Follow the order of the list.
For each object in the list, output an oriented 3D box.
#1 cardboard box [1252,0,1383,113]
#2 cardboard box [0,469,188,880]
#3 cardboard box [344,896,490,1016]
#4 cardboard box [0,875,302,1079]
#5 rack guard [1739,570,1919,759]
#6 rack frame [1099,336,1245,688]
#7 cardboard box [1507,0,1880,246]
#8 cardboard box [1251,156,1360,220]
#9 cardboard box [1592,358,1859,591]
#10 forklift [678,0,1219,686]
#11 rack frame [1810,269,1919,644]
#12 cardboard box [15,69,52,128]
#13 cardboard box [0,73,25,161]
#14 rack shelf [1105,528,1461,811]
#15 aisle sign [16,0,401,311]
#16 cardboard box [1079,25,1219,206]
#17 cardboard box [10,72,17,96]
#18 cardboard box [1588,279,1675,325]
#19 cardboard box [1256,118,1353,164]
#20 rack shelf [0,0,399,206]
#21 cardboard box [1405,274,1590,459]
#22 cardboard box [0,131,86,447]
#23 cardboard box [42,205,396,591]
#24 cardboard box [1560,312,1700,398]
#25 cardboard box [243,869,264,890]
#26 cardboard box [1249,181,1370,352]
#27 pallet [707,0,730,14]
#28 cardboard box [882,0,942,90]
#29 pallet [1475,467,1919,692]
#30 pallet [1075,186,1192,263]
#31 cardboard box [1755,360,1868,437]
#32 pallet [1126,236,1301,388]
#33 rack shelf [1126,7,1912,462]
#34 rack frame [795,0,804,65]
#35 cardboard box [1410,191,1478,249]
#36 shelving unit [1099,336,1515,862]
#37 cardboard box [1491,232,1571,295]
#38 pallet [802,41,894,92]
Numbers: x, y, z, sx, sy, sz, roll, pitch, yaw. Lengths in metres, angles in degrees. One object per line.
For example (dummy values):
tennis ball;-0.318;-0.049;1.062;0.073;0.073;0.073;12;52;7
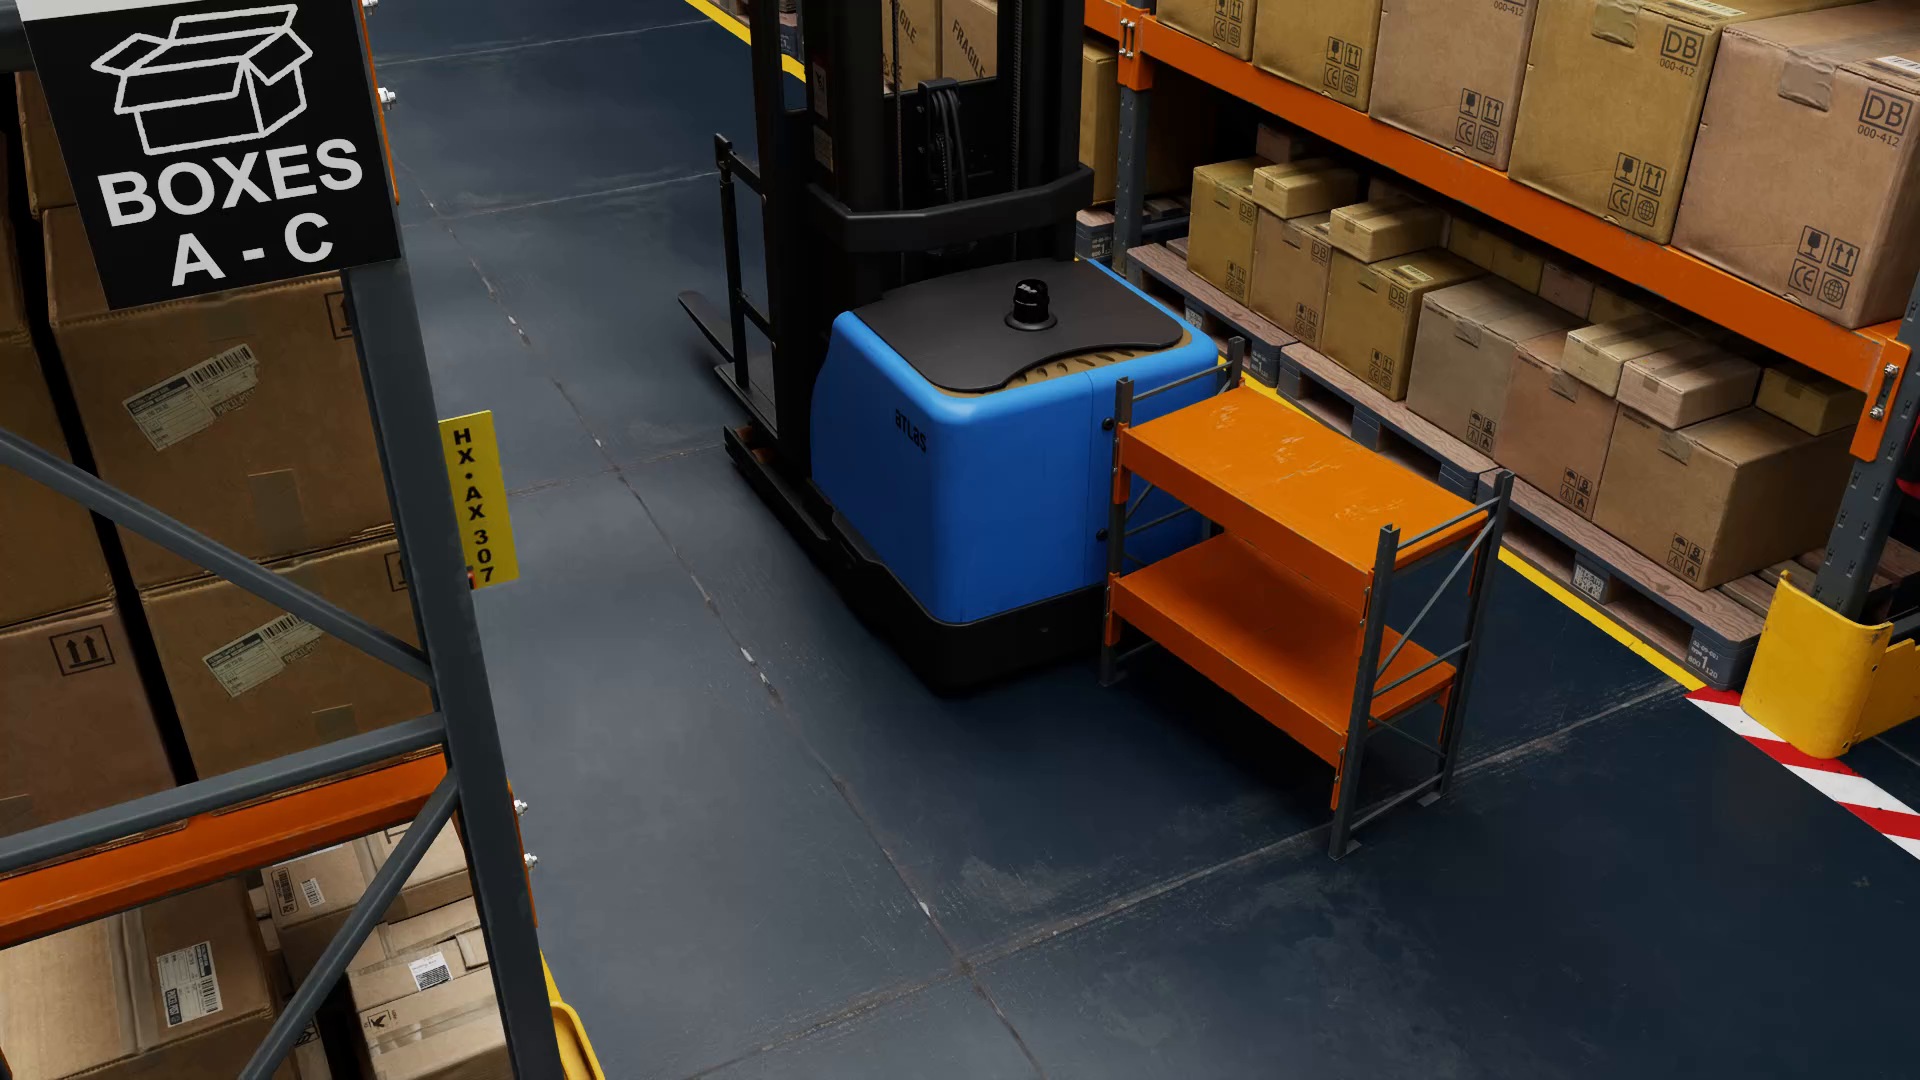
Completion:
cardboard box;1.806;-2.230;6.671;0.980;0.700;0.700;-17;36;-24
cardboard box;-1.734;0.253;2.981;0.500;0.500;0.500;-15;35;-22
cardboard box;-1.292;1.043;4.060;0.380;0.166;0.250;-16;36;-23
cardboard box;-1.755;1.110;3.646;0.500;0.500;0.500;-16;36;-23
rack guard;3.108;0.257;5.386;1.175;0.500;0.348;-16;36;-23
rack frame;0.670;-0.072;5.320;0.500;1.125;0.032;-22;39;-30
cardboard box;2.501;-1.519;5.562;0.980;0.700;0.700;-16;36;-23
cardboard box;1.488;-1.521;7.171;0.380;0.149;0.250;-15;35;-22
cardboard box;2.682;-0.240;5.772;0.700;0.500;0.500;-16;36;-23
forklift;-0.292;-1.535;5.929;1.130;2.935;3.031;-16;36;-23
rack frame;3.097;-0.807;4.729;1.000;3.000;0.127;-16;36;-23
cardboard box;-1.737;-0.788;3.680;0.500;0.500;0.500;-15;36;-22
cardboard box;-2.456;-0.898;3.851;0.500;0.500;0.500;-15;35;-22
rack shelf;0.973;0.354;5.108;0.538;0.278;1.000;-22;39;-30
aisle sign;-0.992;-0.695;2.145;0.394;0.787;0.004;-16;36;-23
cardboard box;0.813;-2.265;8.608;0.750;0.750;0.750;-15;36;-23
cardboard box;-2.937;-1.390;4.619;0.500;0.500;0.500;-17;36;-25
cardboard box;2.564;-0.865;6.146;0.380;0.149;0.250;-16;36;-23
cardboard box;1.598;-1.850;7.683;0.380;0.149;0.250;-16;36;-23
rack shelf;-2.217;-1.474;3.656;1.077;0.370;4.000;-16;36;-23
cardboard box;2.213;-0.719;6.519;0.700;0.500;0.500;-17;36;-25
cardboard box;-1.971;-0.407;3.084;0.500;0.500;0.500;-15;36;-22
cardboard box;-1.258;-0.301;2.919;0.500;0.500;0.500;-15;35;-22
cardboard box;2.341;-0.651;5.812;0.380;0.149;0.250;-15;36;-22
cardboard box;-2.172;0.755;4.432;0.500;0.250;0.500;-16;36;-23
cardboard box;1.721;-1.217;7.297;0.700;0.500;0.500;-16;36;-24
pallet;-1.561;-4.406;12.931;1.003;0.211;1.213;-16;36;-23
cardboard box;-0.004;-3.093;9.901;0.750;0.750;0.750;-16;36;-23
pallet;2.655;0.005;6.046;1.003;0.211;1.213;-16;36;-23
pallet;0.805;-1.891;9.006;1.003;0.211;1.213;-16;36;-23
cardboard box;2.917;-0.504;5.583;0.380;0.149;0.250;-16;36;-23
pallet;1.517;-1.159;7.864;1.003;0.211;1.213;-16;36;-23
rack shelf;2.164;-1.459;6.413;1.077;0.370;4.000;-16;36;-23
rack frame;-0.633;-4.625;10.688;1.000;3.000;0.127;-16;36;-23
cardboard box;2.085;-1.353;6.907;0.380;0.149;0.250;-15;36;-23
shelving unit;0.973;0.148;4.976;0.538;1.125;1.048;-22;39;-30
cardboard box;2.324;-1.109;6.526;0.380;0.149;0.250;-15;36;-23
pallet;-0.333;-3.056;10.824;1.003;0.211;1.213;-16;36;-23
